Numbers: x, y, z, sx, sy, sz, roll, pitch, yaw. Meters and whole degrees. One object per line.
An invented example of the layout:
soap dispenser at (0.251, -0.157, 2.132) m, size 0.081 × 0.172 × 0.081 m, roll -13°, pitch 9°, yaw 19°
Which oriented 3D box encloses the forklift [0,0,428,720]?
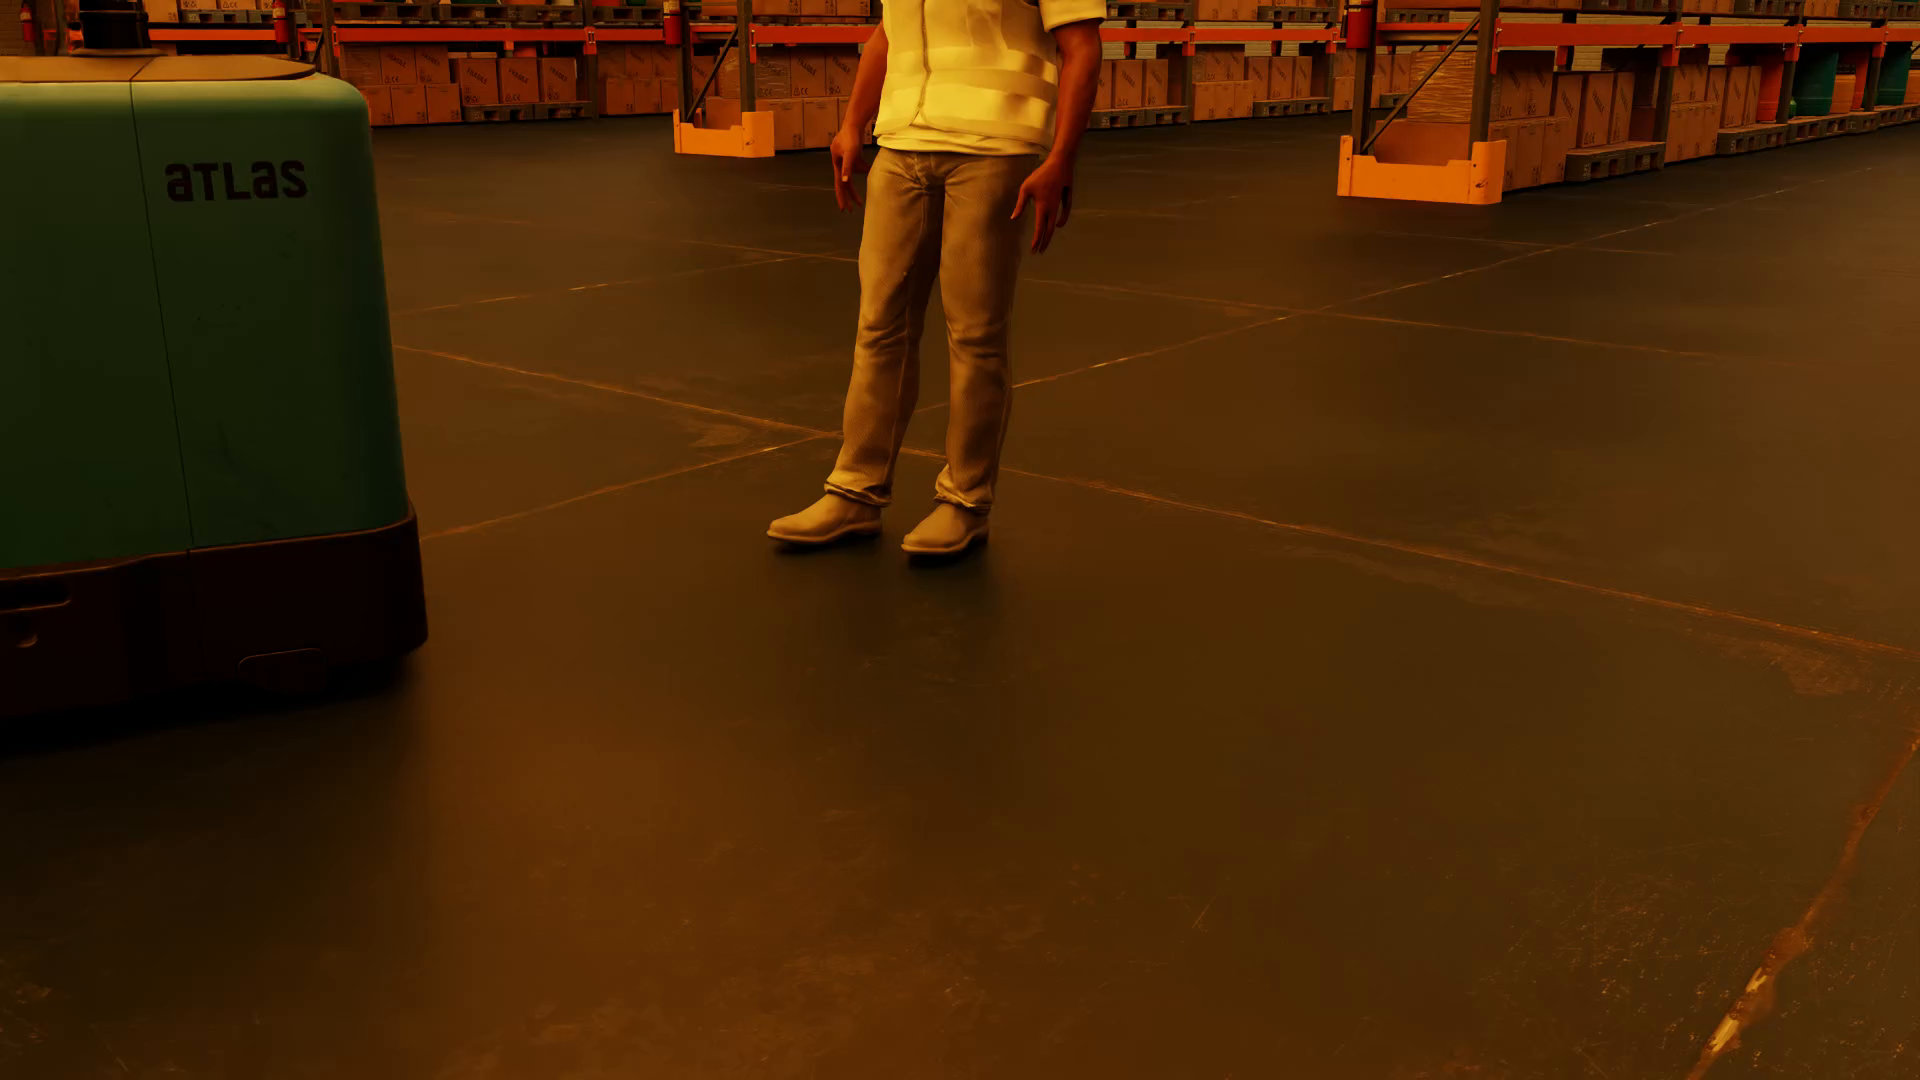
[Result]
forklift at (-2.552, -1.091, 2.491) m, size 3.031 × 2.935 × 1.130 m, roll -7°, pitch 18°, yaw -23°

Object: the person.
person at (-0.049, -0.838, 3.636) m, size 0.666 × 1.765 × 0.577 m, roll 13°, pitch 21°, yaw 37°
